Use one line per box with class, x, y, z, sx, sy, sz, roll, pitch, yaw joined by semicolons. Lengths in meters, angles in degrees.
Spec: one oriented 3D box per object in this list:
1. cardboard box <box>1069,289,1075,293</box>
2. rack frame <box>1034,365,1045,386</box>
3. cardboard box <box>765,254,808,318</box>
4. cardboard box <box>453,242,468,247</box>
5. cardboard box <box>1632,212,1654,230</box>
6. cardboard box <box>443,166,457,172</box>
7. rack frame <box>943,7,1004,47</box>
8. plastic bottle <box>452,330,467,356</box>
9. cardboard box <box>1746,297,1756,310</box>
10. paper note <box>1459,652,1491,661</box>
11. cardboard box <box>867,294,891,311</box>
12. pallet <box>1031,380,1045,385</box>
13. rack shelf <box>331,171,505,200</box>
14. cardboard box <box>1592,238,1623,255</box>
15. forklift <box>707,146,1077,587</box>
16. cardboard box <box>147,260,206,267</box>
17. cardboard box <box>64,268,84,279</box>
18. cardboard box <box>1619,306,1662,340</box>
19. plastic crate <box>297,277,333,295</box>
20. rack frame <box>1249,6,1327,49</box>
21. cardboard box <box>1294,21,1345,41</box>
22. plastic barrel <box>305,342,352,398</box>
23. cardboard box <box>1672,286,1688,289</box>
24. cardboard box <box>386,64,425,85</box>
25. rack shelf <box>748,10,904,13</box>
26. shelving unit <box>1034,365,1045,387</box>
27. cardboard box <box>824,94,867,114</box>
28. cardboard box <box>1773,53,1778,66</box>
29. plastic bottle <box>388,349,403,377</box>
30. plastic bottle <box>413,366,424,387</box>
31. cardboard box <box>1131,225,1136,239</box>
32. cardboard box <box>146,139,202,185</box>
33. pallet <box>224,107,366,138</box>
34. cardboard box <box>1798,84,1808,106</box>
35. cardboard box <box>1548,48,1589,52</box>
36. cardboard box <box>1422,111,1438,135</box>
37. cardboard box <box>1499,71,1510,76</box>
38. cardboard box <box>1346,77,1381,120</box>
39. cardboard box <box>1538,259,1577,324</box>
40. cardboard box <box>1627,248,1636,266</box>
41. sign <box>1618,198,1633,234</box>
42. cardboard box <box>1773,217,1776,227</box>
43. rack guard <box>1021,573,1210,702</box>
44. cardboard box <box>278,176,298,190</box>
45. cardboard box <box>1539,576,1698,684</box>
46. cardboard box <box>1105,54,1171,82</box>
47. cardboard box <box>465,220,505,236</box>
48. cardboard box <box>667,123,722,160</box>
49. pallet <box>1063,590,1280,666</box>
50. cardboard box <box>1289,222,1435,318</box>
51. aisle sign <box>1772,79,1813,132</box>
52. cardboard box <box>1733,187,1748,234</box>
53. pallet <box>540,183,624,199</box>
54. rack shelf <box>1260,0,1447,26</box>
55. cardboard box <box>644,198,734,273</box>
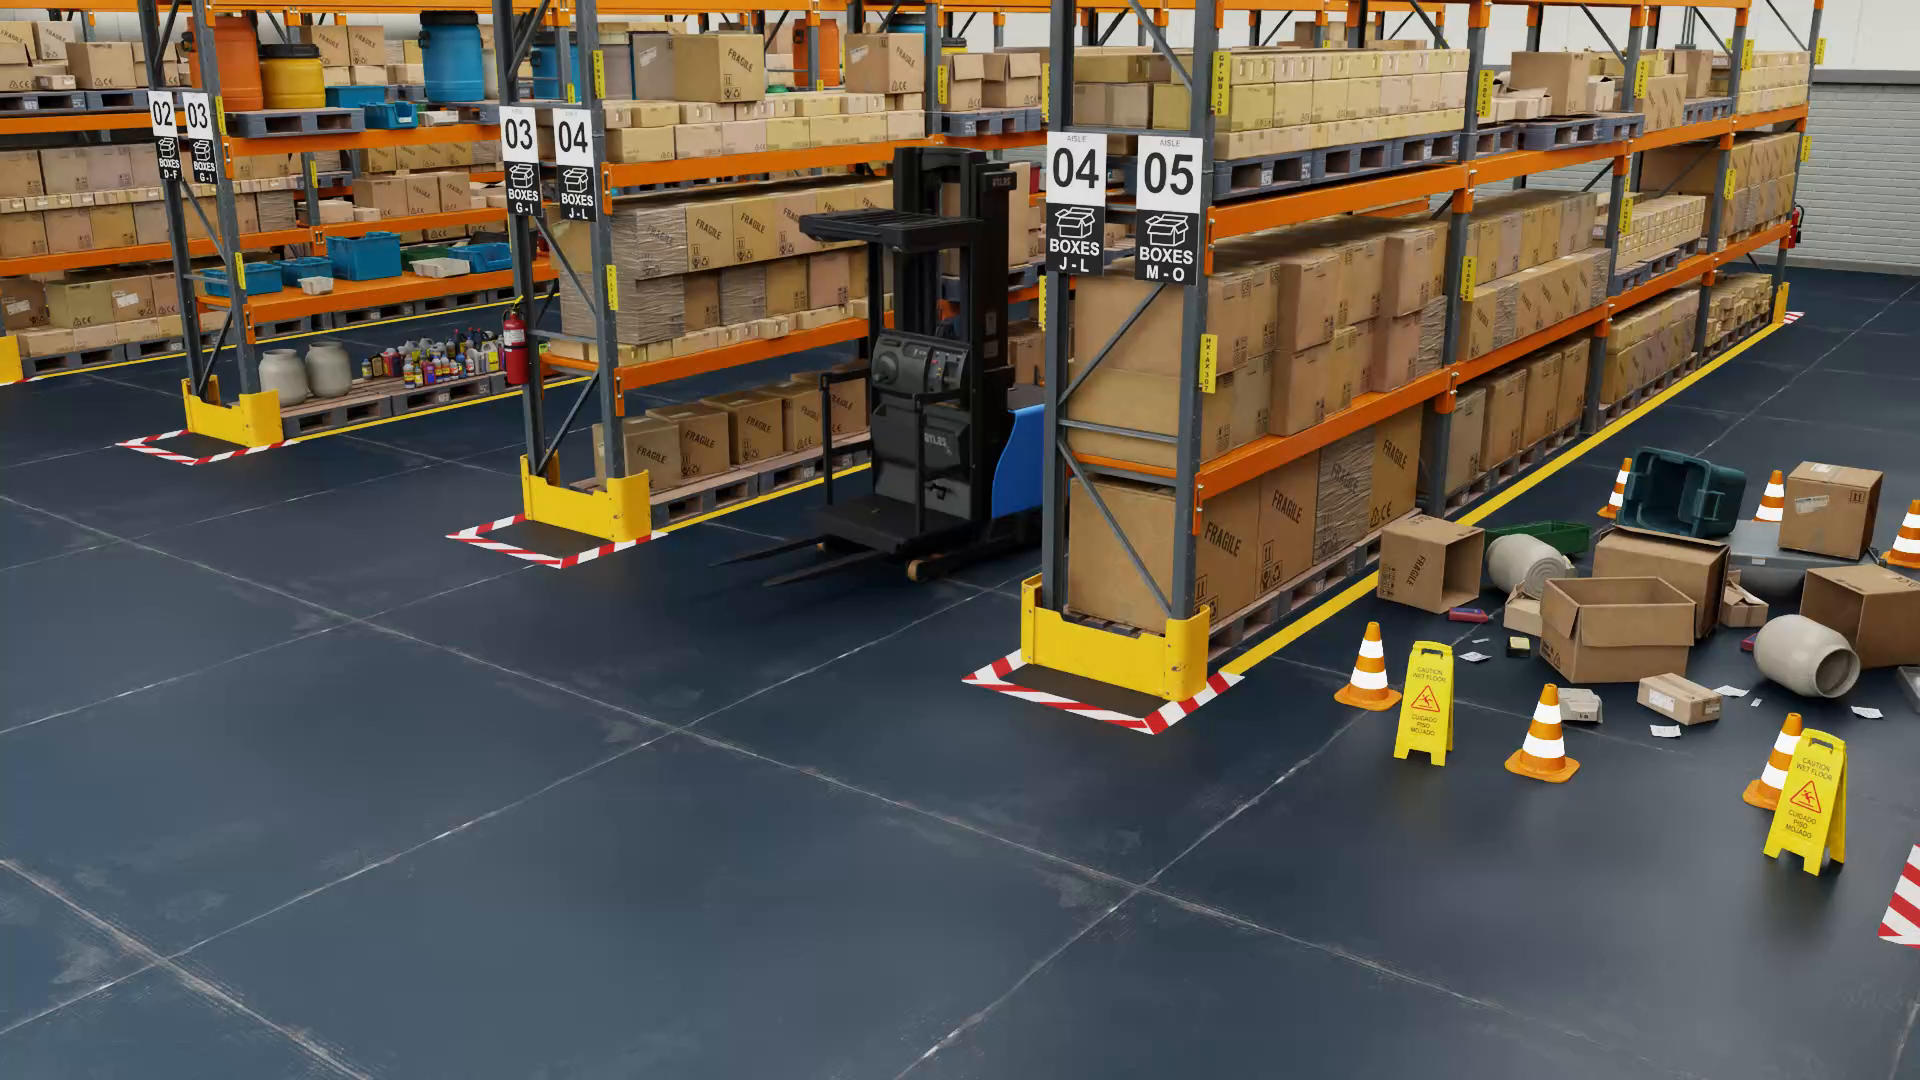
cardboard box;1.407;-2.646;18.416;0.500;0.250;0.500;13;22;37
rack frame;0.666;-0.775;13.179;0.015;1.200;0.240;-15;23;-43
cardboard box;-1.793;-2.216;14.152;0.875;0.500;0.500;12;21;35
cardboard box;-7.026;-4.144;24.013;0.500;0.311;0.500;12;21;33
cardboard box;6.762;-3.227;16.788;0.380;0.149;0.250;14;22;37
cardboard box;-8.865;-6.357;28.546;0.380;0.149;0.250;13;21;35
rack frame;0.188;-8.130;23.749;1.000;3.000;0.127;12;21;35
plastic bottle;-5.506;-2.140;18.303;0.144;0.351;0.185;11;21;32
cardboard box;9.780;-2.997;20.934;0.380;0.149;0.250;13;21;35
paper note;3.211;0.724;10.362;0.142;0.017;0.144;-11;20;-32
cardboard box;-0.847;-2.154;15.046;0.380;0.149;0.250;12;21;35
pallet;0.588;-1.630;17.636;1.003;0.211;1.213;12;21;35
rack shelf;-8.960;-6.195;28.849;1.077;0.370;4.000;12;21;35
cardboard box;6.154;-2.838;16.040;0.380;0.149;0.250;14;22;37
forklift;-0.441;-1.269;11.889;3.031;2.935;1.130;-16;24;-42
cardboard box;-9.678;-3.188;20.614;0.500;0.500;0.500;12;21;35
cardboard box;-12.830;-3.834;24.068;0.380;0.166;0.250;9;20;28
cardboard box;6.918;-2.259;17.202;0.500;0.250;0.500;13;21;35
plastic crate;-6.171;-2.437;15.978;0.298;0.136;0.250;12;21;35
rack frame;4.165;-7.254;20.931;1.000;3.000;0.127;12;21;35
cardboard box;4.731;-6.699;21.890;0.500;0.250;0.500;11;20;31
plastic barrel;-6.333;-1.709;16.675;0.421;0.512;0.421;0;17;0
cardboard box;8.810;-3.066;20.656;0.380;0.149;0.250;12;21;33
cardboard box;-7.367;-6.241;22.271;0.500;0.250;0.500;10;20;30
rack shelf;-2.597;-9.137;28.212;1.077;0.370;4.000;12;21;35
shelving unit;0.839;-0.821;13.345;0.503;1.200;0.258;-15;23;-43
cardboard box;-1.019;-3.714;14.168;0.380;0.149;0.250;12;21;33
cardboard box;9.423;-5.675;19.639;0.380;0.149;0.250;12;21;33
plastic bottle;-5.962;-1.871;17.549;0.061;0.283;0.133;12;21;35
plastic bottle;-5.570;-1.682;17.078;0.097;0.201;0.097;0;17;0
cardboard box;2.290;-3.552;18.956;0.500;0.500;0.500;13;22;36
cardboard box;-9.413;-4.556;20.002;0.700;0.500;0.500;12;21;35
pallet;-6.391;-3.929;15.597;1.003;0.211;1.213;12;21;35
cardboard box;10.413;-5.647;21.067;0.500;0.250;0.500;12;21;34
cardboard box;5.738;-4.524;15.738;0.396;0.266;0.258;12;21;35
cardboard box;3.059;-2.879;11.446;0.380;0.149;0.250;13;21;35
cardboard box;5.097;-4.041;14.914;0.500;0.311;0.500;12;21;35
cardboard box;2.333;-2.812;10.559;0.500;0.250;0.500;12;21;34
cardboard box;5.056;-2.192;14.575;0.500;0.500;0.500;12;21;34
cardboard box;6.454;-2.816;16.469;0.380;0.149;0.250;14;22;37
sign;6.153;-2.992;15.368;0.100;0.325;0.005;12;21;35
cardboard box;10.189;-4.079;21.245;0.380;0.149;0.250;12;21;34
rack guard;0.924;0.569;10.069;1.175;0.500;0.348;12;21;35
cardboard box;-8.545;-4.490;20.883;0.380;0.149;0.250;12;21;35
cardboard box;3.987;0.546;10.136;0.797;0.503;0.637;-1;17;-3
cardboard box;1.017;-2.772;9.756;0.380;0.149;0.250;13;21;35
cardboard box;-8.579;-5.799;29.277;0.750;0.750;0.750;13;22;36
cardboard box;-2.188;-3.085;12.816;0.500;0.250;0.500;12;21;33
pallet;1.352;0.497;10.788;1.003;0.211;1.213;12;21;35
cardboard box;2.840;-1.937;11.851;0.875;0.550;0.550;12;21;35
aisle sign;10.756;-5.647;21.488;0.394;0.787;0.004;12;21;35
cardboard box;8.875;-3.871;19.482;0.500;0.500;0.500;12;21;35
pallet;-5.824;-5.270;24.981;1.213;0.211;1.003;12;21;35
rack shelf;5.357;-7.196;22.631;1.077;0.370;4.000;12;21;35
cardboard box;-2.135;-2.399;13.056;0.500;0.500;0.500;12;21;35
